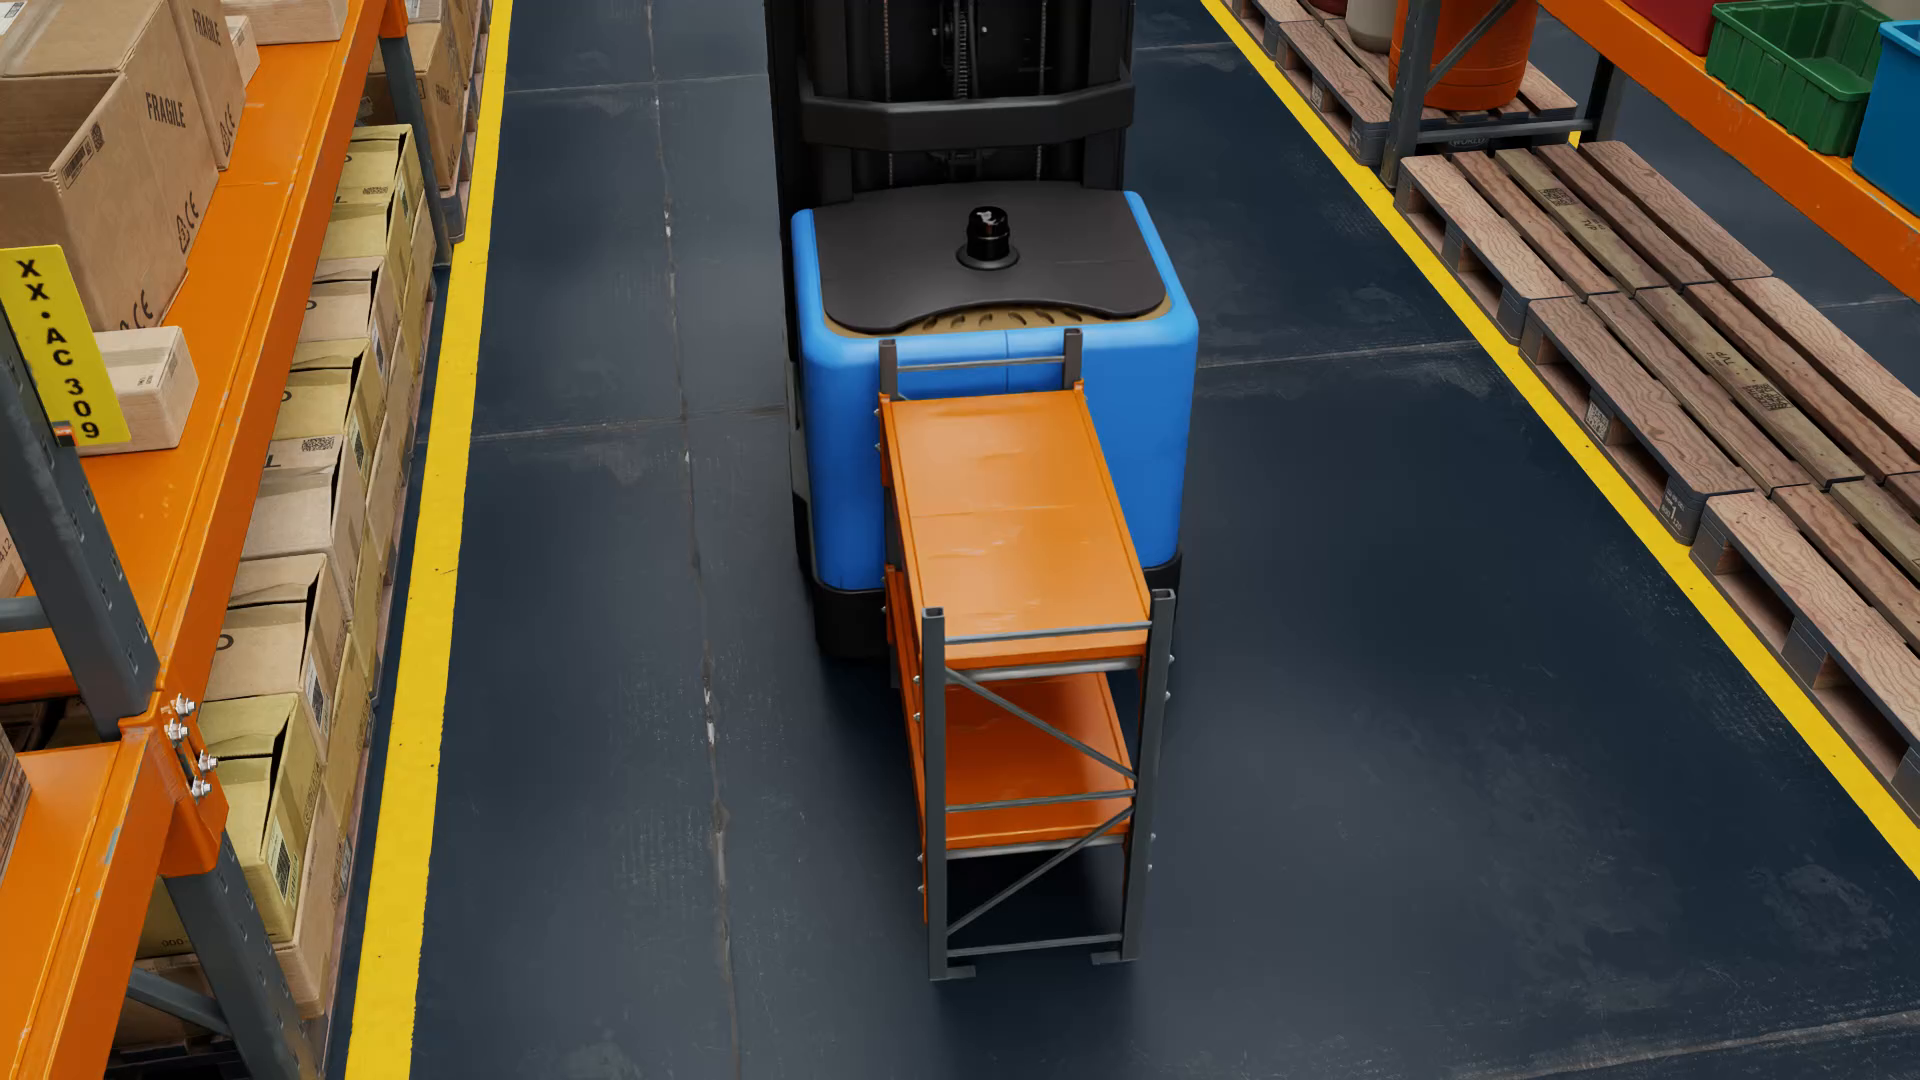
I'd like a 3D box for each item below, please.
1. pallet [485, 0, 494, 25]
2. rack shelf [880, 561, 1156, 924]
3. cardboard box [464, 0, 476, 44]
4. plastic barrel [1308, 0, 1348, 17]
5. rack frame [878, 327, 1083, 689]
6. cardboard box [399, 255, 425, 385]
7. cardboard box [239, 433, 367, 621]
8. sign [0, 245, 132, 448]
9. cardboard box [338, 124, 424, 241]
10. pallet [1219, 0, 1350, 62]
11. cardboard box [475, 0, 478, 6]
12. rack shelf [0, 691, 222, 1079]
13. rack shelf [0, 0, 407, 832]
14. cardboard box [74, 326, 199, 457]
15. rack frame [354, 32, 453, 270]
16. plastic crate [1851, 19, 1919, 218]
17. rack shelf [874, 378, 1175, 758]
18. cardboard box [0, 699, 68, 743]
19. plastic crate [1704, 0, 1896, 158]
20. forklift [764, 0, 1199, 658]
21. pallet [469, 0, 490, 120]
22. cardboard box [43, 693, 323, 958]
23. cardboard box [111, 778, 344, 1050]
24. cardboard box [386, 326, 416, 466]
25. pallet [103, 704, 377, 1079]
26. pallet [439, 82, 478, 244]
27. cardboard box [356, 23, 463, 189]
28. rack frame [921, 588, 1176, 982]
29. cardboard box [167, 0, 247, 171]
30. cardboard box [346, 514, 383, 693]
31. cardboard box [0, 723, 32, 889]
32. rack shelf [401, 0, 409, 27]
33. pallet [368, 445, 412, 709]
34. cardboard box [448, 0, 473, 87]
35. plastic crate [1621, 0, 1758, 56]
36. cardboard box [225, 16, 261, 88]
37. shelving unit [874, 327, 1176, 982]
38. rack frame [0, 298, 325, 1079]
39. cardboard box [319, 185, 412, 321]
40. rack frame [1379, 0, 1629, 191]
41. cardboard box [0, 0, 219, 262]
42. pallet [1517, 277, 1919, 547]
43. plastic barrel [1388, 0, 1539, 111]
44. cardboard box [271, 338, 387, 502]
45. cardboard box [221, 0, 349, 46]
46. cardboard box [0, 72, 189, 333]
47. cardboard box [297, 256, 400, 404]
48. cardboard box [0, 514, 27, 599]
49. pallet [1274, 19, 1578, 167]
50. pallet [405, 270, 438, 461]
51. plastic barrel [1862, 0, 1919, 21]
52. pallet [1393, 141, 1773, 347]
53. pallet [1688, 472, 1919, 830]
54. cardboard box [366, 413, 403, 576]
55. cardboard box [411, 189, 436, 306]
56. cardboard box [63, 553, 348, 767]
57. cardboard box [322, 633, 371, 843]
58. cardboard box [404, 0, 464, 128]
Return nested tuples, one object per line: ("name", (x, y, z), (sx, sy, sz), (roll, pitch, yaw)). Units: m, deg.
("pallet", (-3.059, -3.082, 9.046), (1.003, 0.211, 1.213), (-6, 38, -8))
("rack shelf", (0.113, 0.451, 4.151), (0.538, 0.278, 1.000), (-4, 38, -5))
("cardboard box", (-2.613, -2.681, 7.935), (0.500, 0.500, 0.500), (-7, 38, -9))
("plastic barrel", (2.039, -2.975, 8.257), (0.600, 0.588, 0.708), (-6, 38, -8))
("rack frame", (0.051, -0.052, 4.400), (0.500, 1.125, 0.032), (-4, 38, -5))
("cardboard box", (-2.112, -0.732, 5.647), (0.500, 0.250, 0.500), (-7, 38, -8))
("cardboard box", (-1.838, -0.032, 4.288), (0.500, 0.311, 0.500), (-7, 38, -9))
("sign", (-1.291, -0.273, 2.386), (0.100, 0.325, 0.005), (-6, 38, -8))
("cardboard box", (-2.204, -1.267, 5.877), (0.500, 0.311, 0.500), (-5, 38, -7))
("pallet", (1.950, -2.891, 8.800), (1.003, 0.211, 1.213), (-6, 38, -8))
("cardboard box", (-2.705, -2.988, 8.330), (0.500, 0.500, 0.500), (-6, 38, -7))
("rack shelf", (-1.486, 1.653, 1.263), (1.077, 0.370, 4.000), (-6, 38, -8))
("rack shelf", (-2.187, -0.763, 4.373), (1.077, 0.370, 4.000), (-6, 38, -8))
("cardboard box", (-1.791, -0.297, 3.392), (0.380, 0.149, 0.250), (-6, 38, -8))
("rack frame", (-2.538, -2.255, 5.708), (1.000, 3.000, 0.127), (-6, 38, -8))
("plastic crate", (2.541, -0.996, 4.100), (0.392, 0.384, 0.575), (-6, 38, -8))
("rack shelf", (0.113, 0.027, 3.822), (0.538, 0.278, 1.000), (-4, 38, -5))
("cardboard box", (-2.287, 0.332, 3.819), (0.500, 0.311, 0.500), (-5, 38, -7))
("plastic crate", (2.457, -1.307, 4.660), (0.450, 0.188, 0.662), (-6, 38, -8))
("forklift", (-0.061, -1.719, 5.074), (1.130, 2.935, 3.031), (-4, 38, -5))
("pallet", (-2.842, -2.344, 8.095), (1.003, 0.211, 1.213), (-6, 38, -8))
("cardboard box", (-1.664, 0.583, 3.496), (0.500, 0.311, 0.500), (-6, 38, -8))
("cardboard box", (-1.664, 0.811, 3.660), (0.500, 0.250, 0.500), (-7, 38, -9))
("cardboard box", (-2.027, -0.428, 5.255), (0.500, 0.250, 0.500), (-5, 38, -7))
("pallet", (-2.004, 0.821, 4.021), (1.003, 0.211, 1.213), (-6, 38, -8))
("pallet", (-2.632, -1.609, 7.149), (1.003, 0.211, 1.213), (-6, 38, -8))
("cardboard box", (-2.336, -1.747, 6.733), (0.500, 0.500, 0.500), (-5, 38, -6))
("rack frame", (0.174, 0.567, 3.603), (0.500, 1.125, 0.032), (-4, 38, -5))
("cardboard box", (-2.228, -1.283, 4.375), (0.500, 0.500, 0.500), (-8, 39, -10))
("cardboard box", (-1.845, 0.189, 4.460), (0.500, 0.250, 0.500), (-7, 38, -9))
("cardboard box", (-1.753, 0.389, 2.223), (0.700, 0.500, 0.500), (-7, 38, -9))
("rack shelf", (-2.889, -3.179, 7.483), (1.077, 0.370, 4.000), (-6, 38, -8))
("pallet", (-2.222, 0.083, 4.971), (1.003, 0.211, 1.213), (-6, 38, -8))
("cardboard box", (-2.517, -2.366, 7.530), (0.500, 0.500, 0.500), (-7, 38, -9))
("plastic crate", (2.321, -1.802, 5.072), (0.402, 0.464, 0.583), (-6, 38, -8))
("cardboard box", (-2.259, -1.392, 4.801), (0.380, 0.149, 0.250), (-4, 38, -5))
("shelving unit", (0.113, 0.258, 4.001), (0.538, 1.125, 1.048), (-4, 38, -5))
("rack frame", (-1.840, 0.161, 2.597), (0.949, 2.616, 0.053), (-6, 38, -8))
("cardboard box", (-2.106, -0.953, 5.474), (0.500, 0.311, 0.500), (-7, 38, -9))
("rack frame", (2.339, -2.785, 6.390), (1.000, 3.000, 0.127), (-6, 38, -8))
("cardboard box", (-2.135, -0.965, 3.965), (0.500, 0.500, 0.500), (-6, 38, -8))
("pallet", (2.647, -0.477, 5.692), (1.003, 0.211, 1.213), (-6, 38, -8))
("plastic barrel", (2.237, -2.388, 7.305), (0.600, 0.830, 0.708), (-6, 38, -8))
("cardboard box", (-1.935, -0.345, 4.691), (0.500, 0.311, 0.500), (-5, 38, -7))
("cardboard box", (-2.108, -1.642, 5.124), (0.380, 0.149, 0.250), (-6, 38, -8))
("cardboard box", (-2.048, -0.662, 3.576), (0.500, 0.500, 0.500), (-4, 38, -5))
("cardboard box", (-2.020, -0.648, 5.081), (0.500, 0.311, 0.500), (-6, 38, -8))
("cardboard box", (-1.966, -0.072, 3.020), (0.500, 0.250, 0.500), (-4, 38, -5))
("pallet", (2.160, -2.156, 7.853), (1.003, 0.211, 1.213), (-6, 38, -8))
("pallet", (-2.432, -0.652, 5.918), (1.003, 0.211, 1.213), (-6, 38, -8))
("plastic barrel", (2.884, -1.729, 4.920), (0.433, 0.535, 0.433), (0, 38, 0))
("pallet", (2.437, -1.212, 6.638), (1.003, 0.211, 1.213), (-6, 38, -8))
("pallet", (2.865, 0.262, 4.741), (1.003, 0.211, 1.213), (-6, 38, -8))
("cardboard box", (-1.934, -0.118, 4.856), (0.500, 0.250, 0.500), (-6, 38, -7))
("cardboard box", (-2.206, -1.043, 6.047), (0.500, 0.250, 0.500), (-5, 38, -7))
("cardboard box", (-1.747, 0.280, 3.886), (0.500, 0.311, 0.500), (-7, 38, -8))
("cardboard box", (-1.752, 0.502, 4.058), (0.500, 0.250, 0.500), (-5, 38, -7))
("cardboard box", (-2.434, -2.063, 7.139), (0.500, 0.500, 0.500), (-8, 38, -10))
